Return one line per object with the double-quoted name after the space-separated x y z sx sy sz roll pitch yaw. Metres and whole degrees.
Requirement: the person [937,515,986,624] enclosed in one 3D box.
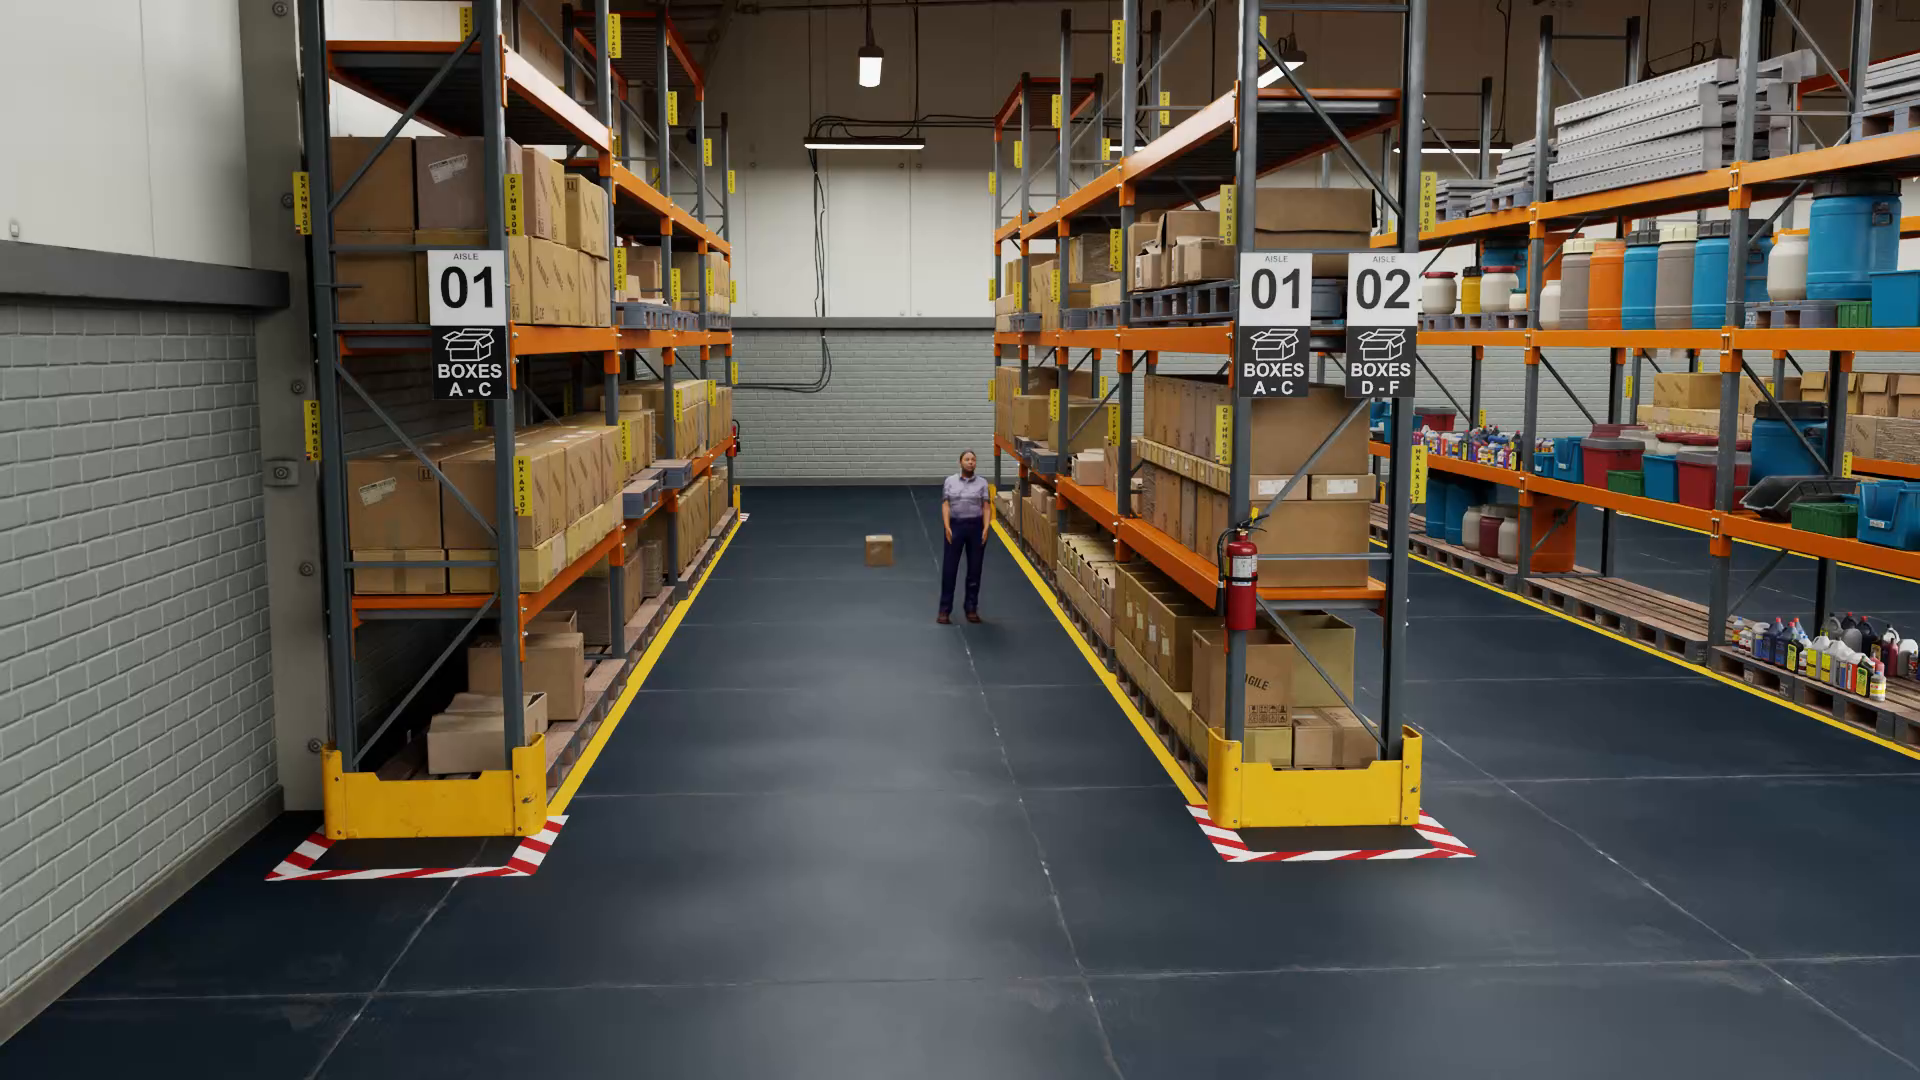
0.019 0.272 16.097 0.504 1.028 0.453 -1 7 -4 "person"
